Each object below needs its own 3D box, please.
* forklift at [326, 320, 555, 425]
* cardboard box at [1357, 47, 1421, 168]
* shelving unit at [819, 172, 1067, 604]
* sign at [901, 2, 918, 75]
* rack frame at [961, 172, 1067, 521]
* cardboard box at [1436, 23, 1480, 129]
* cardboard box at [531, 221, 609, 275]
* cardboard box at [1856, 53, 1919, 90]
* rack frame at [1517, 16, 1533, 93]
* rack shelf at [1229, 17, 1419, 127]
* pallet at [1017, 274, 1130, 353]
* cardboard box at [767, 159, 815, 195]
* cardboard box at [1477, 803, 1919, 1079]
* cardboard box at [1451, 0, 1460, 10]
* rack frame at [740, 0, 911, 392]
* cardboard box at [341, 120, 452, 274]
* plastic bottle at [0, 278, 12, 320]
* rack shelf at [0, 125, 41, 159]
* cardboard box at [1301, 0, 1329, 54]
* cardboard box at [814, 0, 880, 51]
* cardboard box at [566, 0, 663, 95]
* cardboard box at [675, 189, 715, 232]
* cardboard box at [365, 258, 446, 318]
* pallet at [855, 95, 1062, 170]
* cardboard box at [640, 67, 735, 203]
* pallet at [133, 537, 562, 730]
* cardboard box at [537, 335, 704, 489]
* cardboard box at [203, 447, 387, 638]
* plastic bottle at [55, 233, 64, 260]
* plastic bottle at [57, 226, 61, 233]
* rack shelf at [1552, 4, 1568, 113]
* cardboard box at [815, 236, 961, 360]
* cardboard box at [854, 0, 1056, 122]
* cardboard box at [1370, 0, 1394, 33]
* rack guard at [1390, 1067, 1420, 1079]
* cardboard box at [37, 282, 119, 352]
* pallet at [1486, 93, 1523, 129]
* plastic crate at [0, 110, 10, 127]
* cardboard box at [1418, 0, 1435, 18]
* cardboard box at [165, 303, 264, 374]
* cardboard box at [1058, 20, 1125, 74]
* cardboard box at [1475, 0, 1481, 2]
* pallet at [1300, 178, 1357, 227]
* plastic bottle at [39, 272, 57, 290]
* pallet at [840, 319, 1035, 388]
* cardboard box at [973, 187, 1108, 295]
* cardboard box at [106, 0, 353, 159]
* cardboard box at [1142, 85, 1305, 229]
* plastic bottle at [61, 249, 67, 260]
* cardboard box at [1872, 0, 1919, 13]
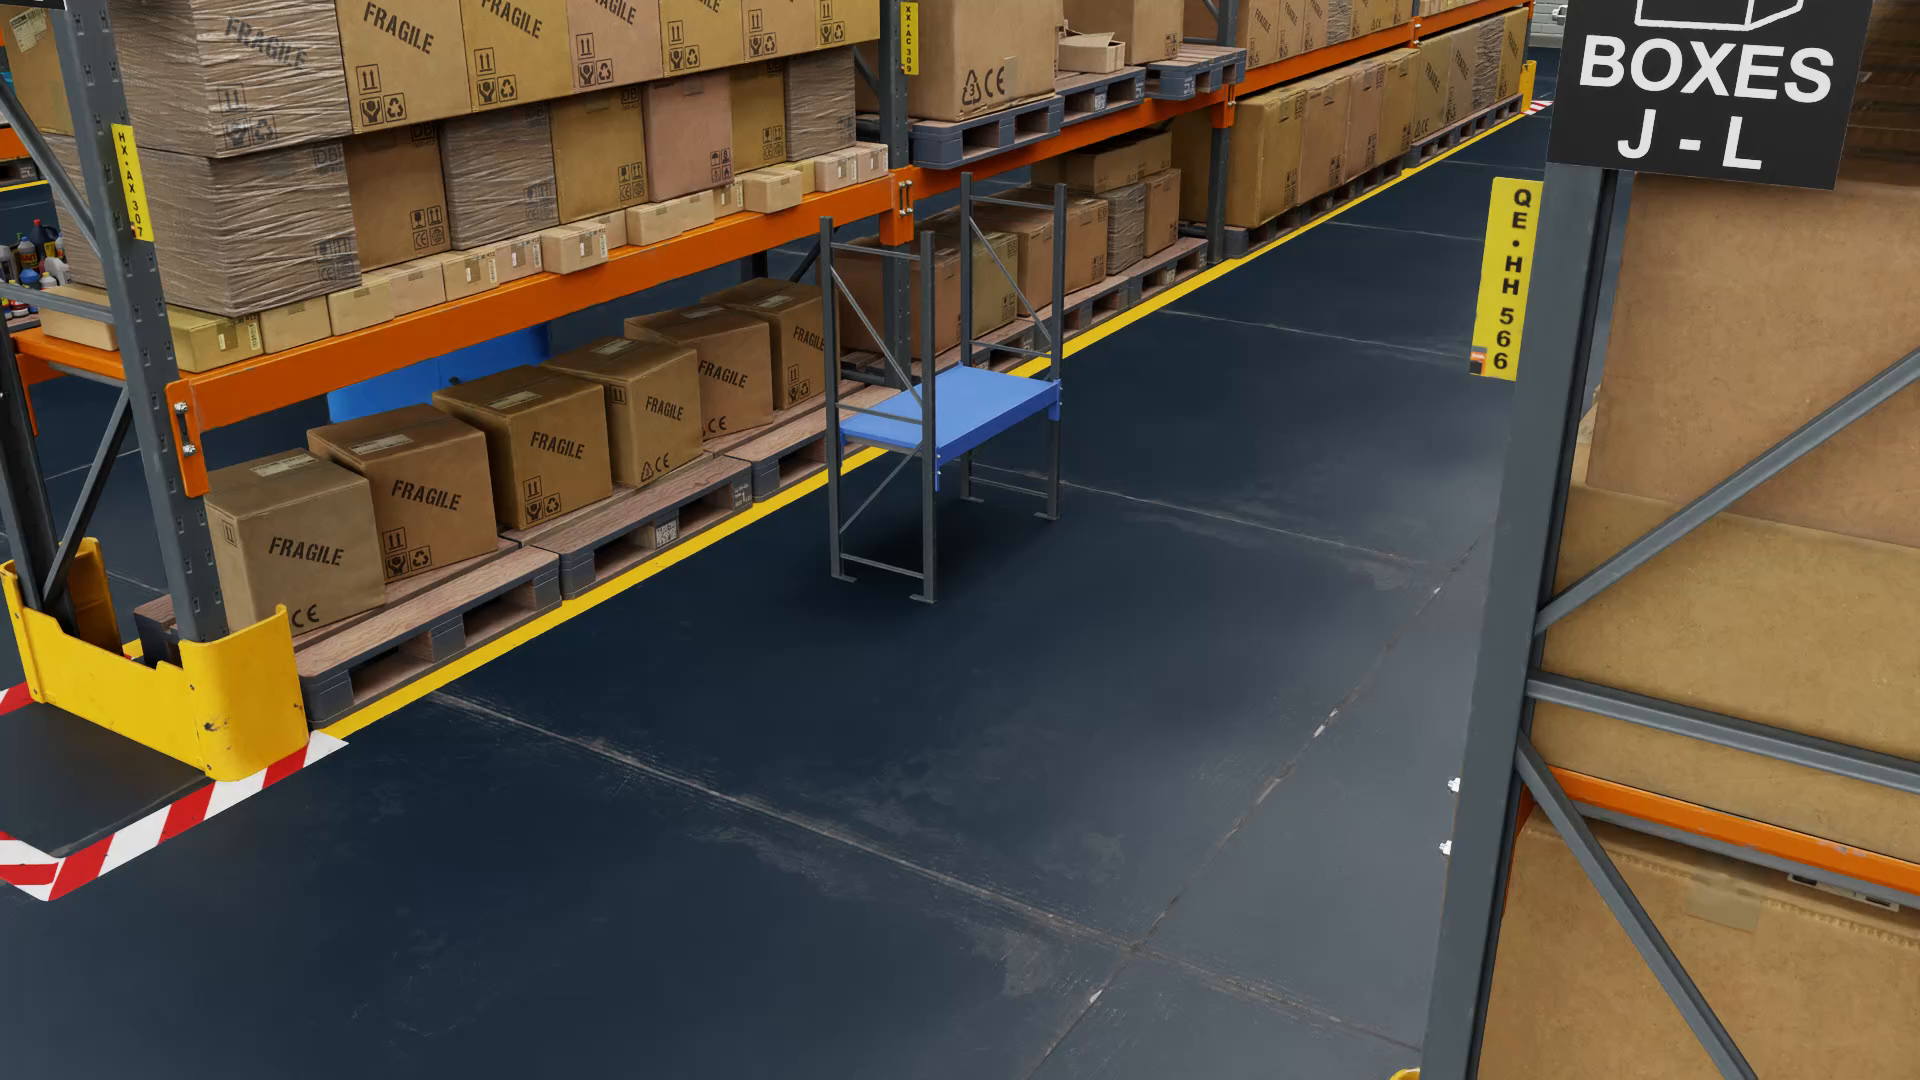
[{"bbox_3d":[-2.795,-2.191,8.621,1.130,2.935,3.031,-6,24,-14],"label":"forklift"},{"bbox_3d":[3.193,-3.780,14.351,1.225,0.875,0.875,14,27,29],"label":"cardboard box"},{"bbox_3d":[-0.045,-0.659,6.886,0.538,1.500,1.048,14,27,29],"label":"shelving unit"},{"bbox_3d":[-0.241,-2.368,7.855,0.100,0.325,0.005,14,27,29],"label":"sign"},{"bbox_3d":[0.223,-0.831,7.282,0.500,1.500,0.032,14,27,29],"label":"rack frame"},{"bbox_3d":[4.404,-4.509,16.037,0.875,0.875,0.875,14,27,29],"label":"cardboard box"},{"bbox_3d":[-1.590,-1.149,6.444,0.380,0.149,0.250,14,27,29],"label":"cardboard box"},{"bbox_3d":[2.195,-0.705,3.556,0.875,0.550,0.550,14,27,29],"label":"cardboard box"},{"bbox_3d":[5.623,-6.132,17.639,1.000,3.000,0.127,14,27,29],"label":"rack frame"},{"bbox_3d":[2.458,-3.777,13.104,1.077,0.370,4.000,14,27,29],"label":"rack shelf"},{"bbox_3d":[0.346,-1.479,10.400,1.003,0.211,1.213,14,27,29],"label":"pallet"},{"bbox_3d":[-0.893,-1.678,7.667,0.380,0.149,0.250,14,27,29],"label":"cardboard box"},{"bbox_3d":[1.646,0.881,3.585,0.875,0.875,0.875,14,27,29],"label":"cardboard box"},{"bbox_3d":[4.366,-4.964,15.257,0.380,0.149,0.250,13,27,28],"label":"cardboard box"},{"bbox_3d":[-0.706,-2.082,8.284,1.000,3.000,0.127,14,27,29],"label":"rack frame"},{"bbox_3d":[-2.341,-1.288,5.949,0.875,0.500,0.500,14,27,29],"label":"cardboard box"},{"bbox_3d":[-5.570,-1.416,9.625,0.097,0.271,0.097,0,23,0],"label":"plastic bottle"},{"bbox_3d":[-5.969,-2.115,9.265,1.077,0.370,4.000,14,27,29],"label":"rack shelf"},{"bbox_3d":[2.428,-3.933,12.434,0.500,0.500,0.500,13,27,28],"label":"cardboard box"},{"bbox_3d":[-0.710,-2.514,7.522,0.500,0.500,0.500,14,27,29],"label":"cardboard box"},{"bbox_3d":[-1.504,-2.008,6.354,0.500,0.500,0.500,14,27,29],"label":"cardboard box"},{"bbox_3d":[-1.272,-1.421,7.073,0.380,0.149,0.250,14,27,29],"label":"cardboard box"},{"bbox_3d":[-2.057,-0.913,5.900,0.380,0.149,0.250,14,27,29],"label":"cardboard box"},{"bbox_3d":[-0.180,-2.221,8.847,1.003,0.211,1.213,14,27,29],"label":"pallet"},{"bbox_3d":[-1.468,-1.774,7.072,0.875,0.500,0.500,14,27,29],"label":"cardboard box"},{"bbox_3d":[-2.318,0.255,6.394,1.003,0.211,1.213,14,27,29],"label":"pallet"},{"bbox_3d":[-1.508,-0.580,7.432,0.500,0.500,0.500,11,26,24],"label":"cardboard box"},{"bbox_3d":[-2.473,0.015,6.057,0.500,0.500,0.500,20,30,38],"label":"cardboard box"},{"bbox_3d":[-5.667,-1.810,10.536,0.097,0.271,0.097,0,23,0],"label":"plastic bottle"},{"bbox_3d":[-5.693,-1.921,10.692,0.144,0.351,0.185,15,27,30],"label":"plastic bottle"},{"bbox_3d":[2.399,-1.380,3.791,1.077,0.370,4.000,14,27,29],"label":"rack shelf"},{"bbox_3d":[-0.364,-1.339,9.161,0.700,0.500,0.500,12,26,25],"label":"cardboard box"},{"bbox_3d":[-0.168,-2.789,8.633,1.000,1.000,1.000,14,27,29],"label":"cardboard box"},{"bbox_3d":[3.232,-4.447,13.622,0.500,0.500,0.500,15,27,31],"label":"cardboard box"},{"bbox_3d":[1.331,1.497,3.163,1.175,0.500,0.348,14,27,29],"label":"rack guard"},{"bbox_3d":[-2.841,-0.756,5.537,0.380,0.149,0.250,14,27,29],"label":"cardboard box"},{"bbox_3d":[5.268,-4.566,17.532,1.003,0.211,1.213,14,27,29],"label":"pallet"},{"bbox_3d":[-5.556,-2.398,9.345,0.530,0.136,0.437,14,27,29],"label":"plastic crate"},{"bbox_3d":[3.952,-4.697,14.640,0.380,0.149,0.250,14,27,29],"label":"cardboard box"},{"bbox_3d":[-2.464,-0.663,5.322,0.380,0.149,0.250,14,27,29],"label":"cardboard box"},{"bbox_3d":[0.753,-2.944,9.915,0.396,0.266,0.258,13,27,27],"label":"cardboard box"},{"bbox_3d":[4.773,-5.223,15.856,0.380,0.149,0.250,13,27,27],"label":"cardboard box"},{"bbox_3d":[2.528,-2.813,13.482,1.003,0.211,1.213,14,27,29],"label":"pallet"},{"bbox_3d":[-5.409,-1.486,9.877,0.097,0.201,0.097,0,23,0],"label":"plastic bottle"},{"bbox_3d":[-0.297,-1.065,9.445,1.003,0.211,1.213,14,27,29],"label":"pallet"},{"bbox_3d":[0.492,-1.874,10.395,0.700,0.500,0.500,16,28,33],"label":"cardboard box"},{"bbox_3d":[-2.295,-1.502,5.184,0.500,0.500,0.500,14,27,29],"label":"cardboard box"},{"bbox_3d":[1.785,-2.878,12.269,1.225,0.875,0.875,12,26,27],"label":"cardboard box"},{"bbox_3d":[-5.381,-1.636,10.120,0.061,0.283,0.133,14,27,29],"label":"plastic bottle"},{"bbox_3d":[3.039,-1.245,4.803,0.875,0.550,0.550,14,27,29],"label":"cardboard box"}]
